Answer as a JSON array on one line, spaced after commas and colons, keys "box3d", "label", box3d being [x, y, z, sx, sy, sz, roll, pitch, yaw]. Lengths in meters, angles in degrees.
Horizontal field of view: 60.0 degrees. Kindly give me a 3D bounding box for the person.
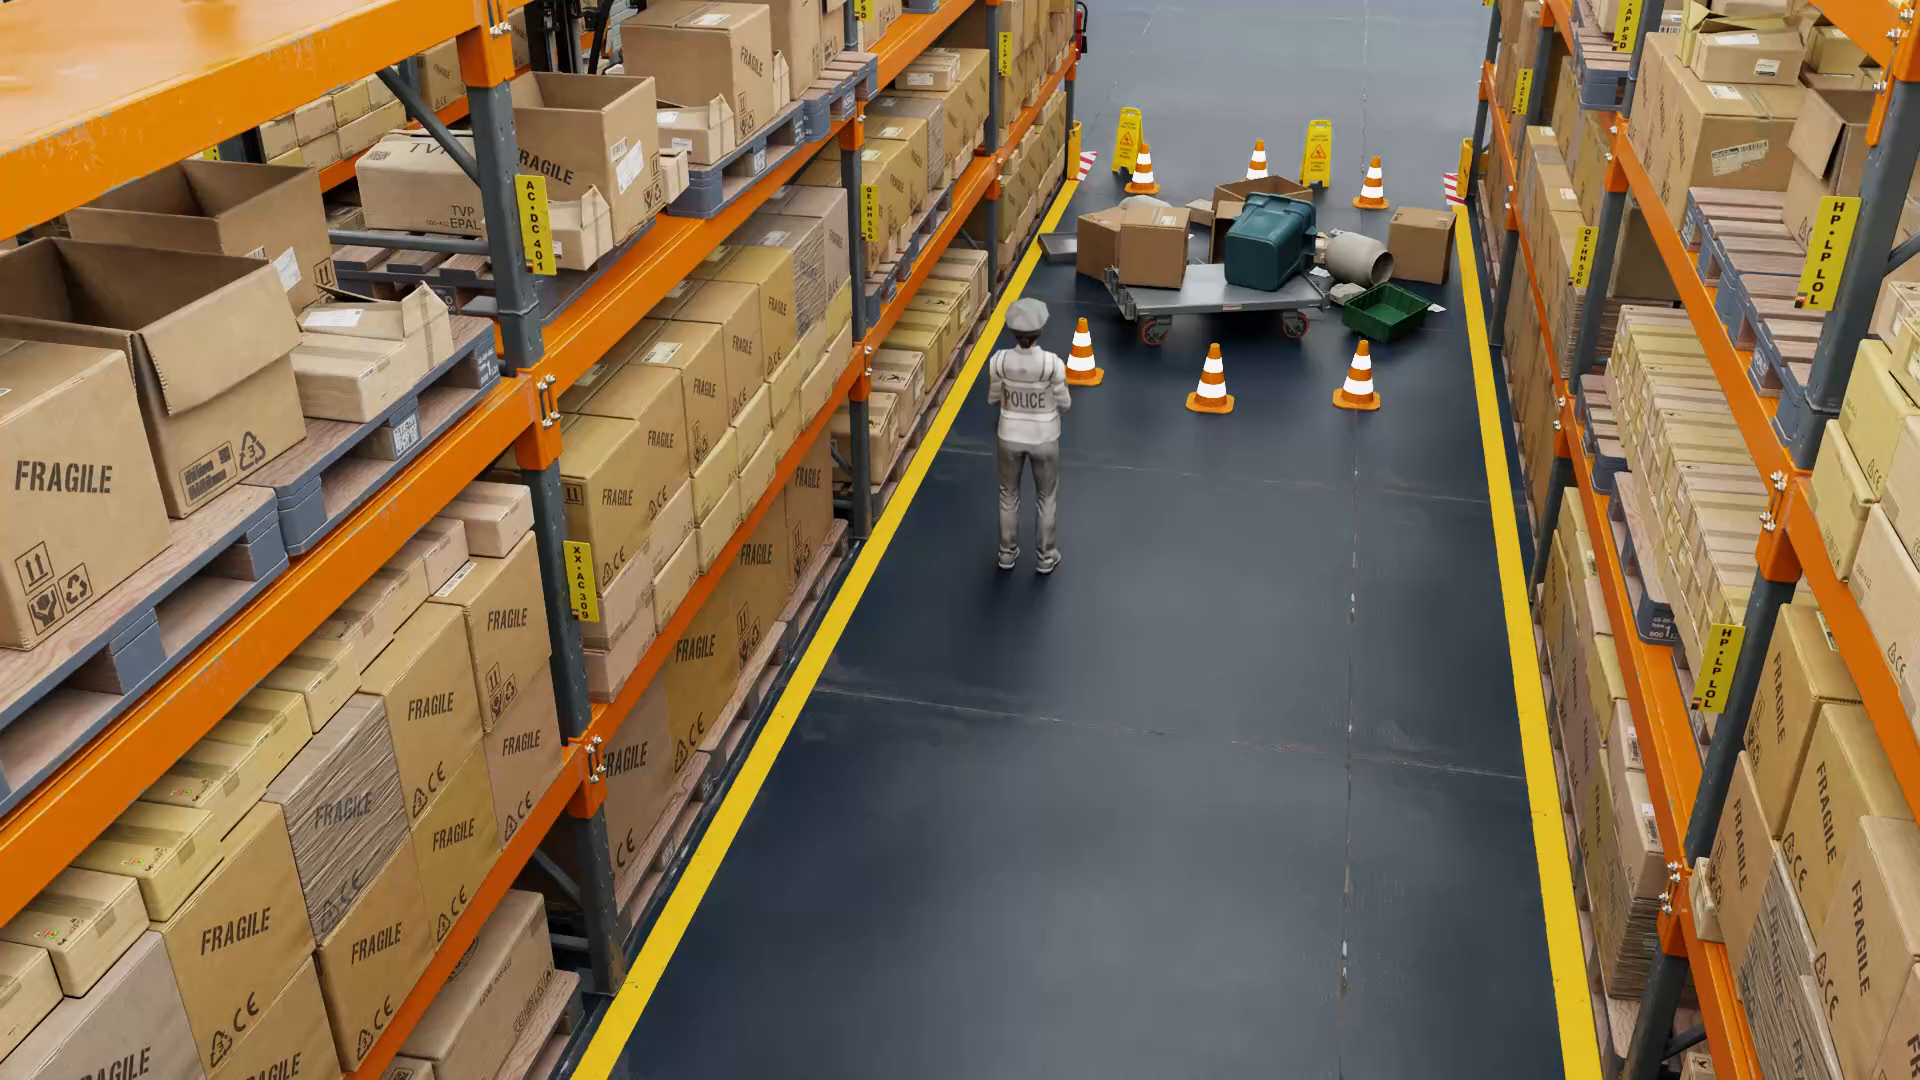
[{"box3d": [0.407, -0.628, 9.712, 0.482, 1.692, 0.517, 6, 29, 10], "label": "person"}]
